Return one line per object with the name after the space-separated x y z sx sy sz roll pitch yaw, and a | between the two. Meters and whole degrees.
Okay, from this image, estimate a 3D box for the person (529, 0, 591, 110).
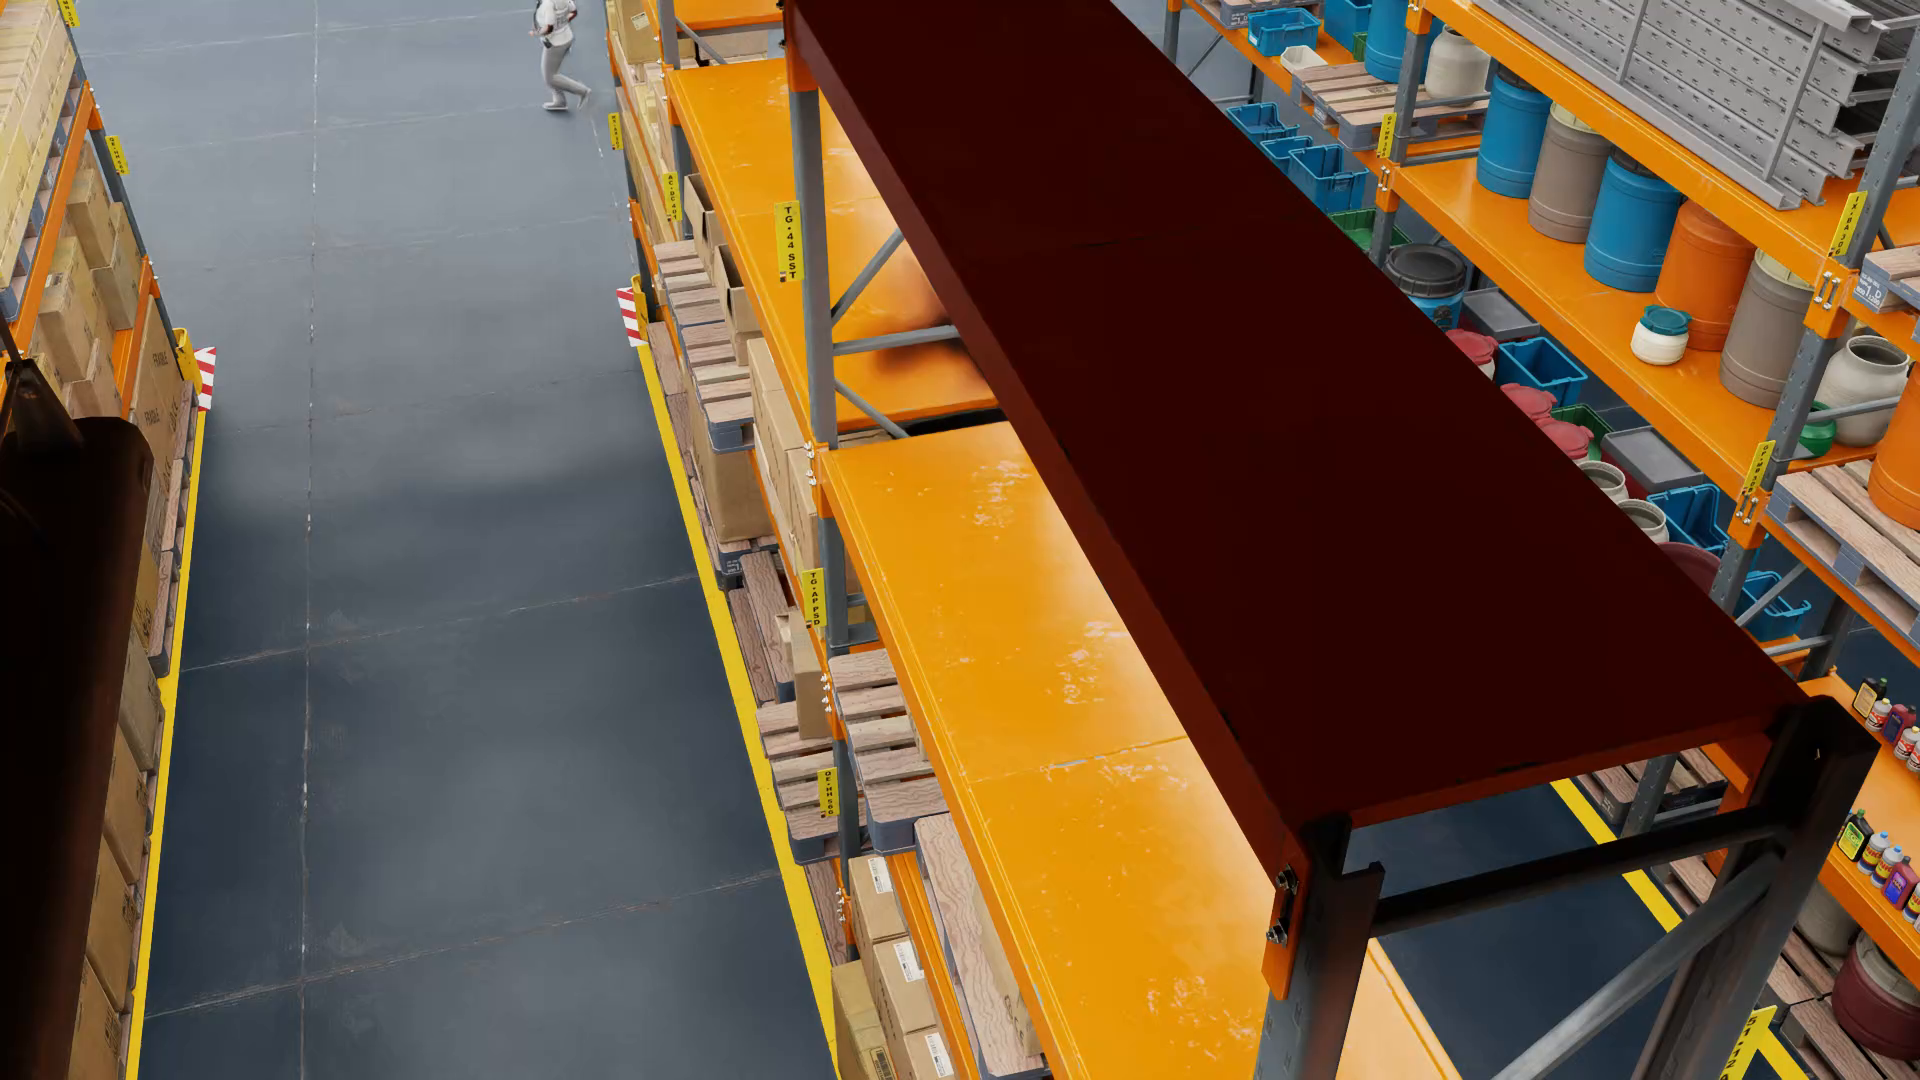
-4.447 -5.555 18.502 0.678 1.654 0.579 9 39 12 | person
